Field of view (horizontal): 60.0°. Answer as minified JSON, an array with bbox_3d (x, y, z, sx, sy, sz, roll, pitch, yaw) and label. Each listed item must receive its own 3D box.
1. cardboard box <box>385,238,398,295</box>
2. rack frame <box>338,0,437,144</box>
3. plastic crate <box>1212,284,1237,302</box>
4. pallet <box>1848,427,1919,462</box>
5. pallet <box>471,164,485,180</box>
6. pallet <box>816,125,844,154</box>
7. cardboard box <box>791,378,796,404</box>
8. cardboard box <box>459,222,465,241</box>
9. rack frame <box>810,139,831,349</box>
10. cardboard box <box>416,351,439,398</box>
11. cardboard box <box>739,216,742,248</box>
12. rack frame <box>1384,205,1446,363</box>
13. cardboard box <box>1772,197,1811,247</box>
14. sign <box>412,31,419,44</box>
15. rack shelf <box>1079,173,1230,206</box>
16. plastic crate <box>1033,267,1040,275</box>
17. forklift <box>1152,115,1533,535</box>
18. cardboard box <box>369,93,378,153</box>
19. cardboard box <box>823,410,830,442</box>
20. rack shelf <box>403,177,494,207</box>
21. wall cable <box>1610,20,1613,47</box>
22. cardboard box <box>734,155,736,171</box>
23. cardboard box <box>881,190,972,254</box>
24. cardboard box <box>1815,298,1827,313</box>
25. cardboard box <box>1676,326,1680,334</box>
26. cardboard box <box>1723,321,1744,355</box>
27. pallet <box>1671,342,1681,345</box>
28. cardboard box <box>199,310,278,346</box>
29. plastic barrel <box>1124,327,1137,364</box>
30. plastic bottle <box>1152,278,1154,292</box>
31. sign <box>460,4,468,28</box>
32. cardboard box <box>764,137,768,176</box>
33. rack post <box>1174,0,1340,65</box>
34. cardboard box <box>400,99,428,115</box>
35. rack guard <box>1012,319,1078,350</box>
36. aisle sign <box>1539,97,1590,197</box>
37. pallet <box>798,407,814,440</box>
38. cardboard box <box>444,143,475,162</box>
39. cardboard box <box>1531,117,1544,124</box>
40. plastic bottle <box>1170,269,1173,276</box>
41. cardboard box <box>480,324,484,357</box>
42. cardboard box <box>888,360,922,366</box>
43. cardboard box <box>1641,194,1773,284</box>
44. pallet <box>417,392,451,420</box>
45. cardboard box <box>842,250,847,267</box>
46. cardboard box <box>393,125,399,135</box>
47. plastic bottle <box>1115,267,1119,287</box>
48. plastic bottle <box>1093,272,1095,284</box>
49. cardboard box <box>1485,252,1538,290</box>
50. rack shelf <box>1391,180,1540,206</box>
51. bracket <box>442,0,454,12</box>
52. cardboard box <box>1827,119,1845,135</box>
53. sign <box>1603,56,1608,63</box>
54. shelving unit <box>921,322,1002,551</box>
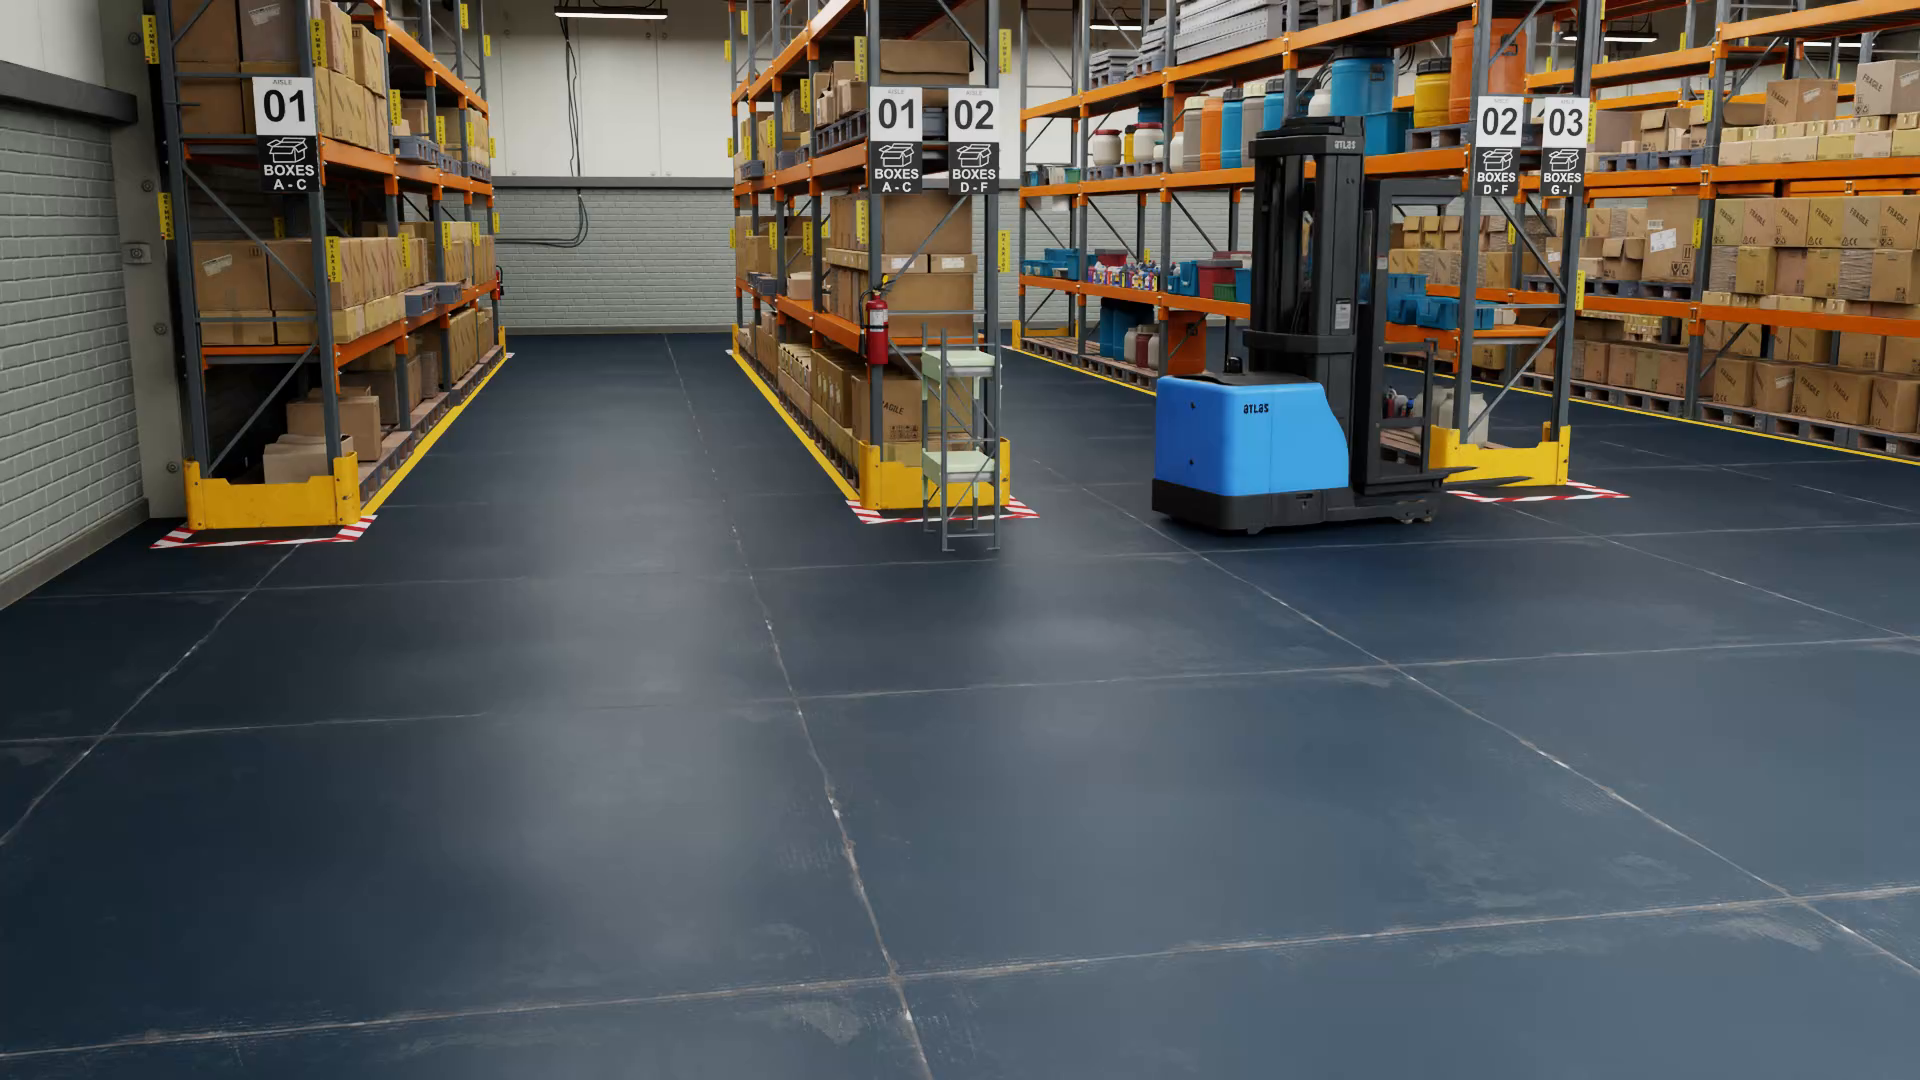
[{"bbox_3d":[-5.344,-2.455,14.917,0.500,0.500,0.500,-2,11,-11],"label":"cardboard box"},{"bbox_3d":[-6.620,-5.998,19.145,1.000,3.000,0.127,-2,11,-11],"label":"rack frame"},{"bbox_3d":[3.260,-2.883,19.388,0.450,0.188,0.662,-2,11,-11],"label":"plastic crate"},{"bbox_3d":[9.374,-0.919,15.960,1.003,0.211,1.213,-2,11,-11],"label":"pallet"},{"bbox_3d":[-7.781,-5.589,25.251,1.003,0.211,1.213,-2,11,-11],"label":"pallet"},{"bbox_3d":[-0.792,-3.773,15.712,1.003,0.211,1.213,-2,11,-11],"label":"pallet"},{"bbox_3d":[-1.643,-1.700,18.835,0.500,0.250,0.500,-2,11,-10],"label":"cardboard box"},{"bbox_3d":[-6.867,-4.094,22.064,0.500,0.250,0.500,-2,11,-10],"label":"cardboard box"},{"bbox_3d":[-0.984,-2.499,16.801,1.000,3.000,0.127,-2,11,-11],"label":"rack frame"},{"bbox_3d":[-6.429,-1.909,19.214,0.700,0.500,0.500,-2,11,-10],"label":"cardboard box"},{"bbox_3d":[-3.288,-4.961,26.798,0.500,0.500,0.500,-2,11,-10],"label":"cardboard box"},{"bbox_3d":[7.178,-4.325,26.399,1.000,3.000,0.127,-2,11,-11],"label":"rack frame"},{"bbox_3d":[8.768,-3.269,17.114,0.500,0.500,0.500,-2,11,-11],"label":"cardboard box"},{"bbox_3d":[-8.722,-7.983,26.651,0.100,0.325,0.005,-2,11,-11],"label":"sign"},{"bbox_3d":[2.709,-4.899,23.312,1.077,0.370,4.000,-2,11,-11],"label":"rack shelf"},{"bbox_3d":[1.380,-4.535,28.047,0.250,0.136,0.298,-2,11,-11],"label":"plastic crate"},{"bbox_3d":[2.999,-1.643,12.488,3.031,2.935,1.130,-5,12,-25],"label":"forklift"},{"bbox_3d":[-5.416,-3.673,14.630,0.500,0.500,0.500,-3,11,-16],"label":"cardboard box"},{"bbox_3d":[-1.006,-1.074,15.549,0.500,0.250,0.500,-2,11,-11],"label":"cardboard box"},{"bbox_3d":[-7.787,-5.272,25.274,1.077,0.370,4.000,-2,11,-11],"label":"rack shelf"},{"bbox_3d":[13.221,-12.290,36.154,2.355,3.000,0.029,-2,11,-11],"label":"wall cable"},{"bbox_3d":[-3.473,-6.241,27.507,0.500,0.250,0.500,-2,11,-11],"label":"cardboard box"},{"bbox_3d":[-0.294,-2.547,13.319,0.700,0.500,0.500,-2,11,-11],"label":"cardboard box"},{"bbox_3d":[8.879,-2.365,16.774,0.380,0.149,0.250,-2,11,-11],"label":"cardboard box"},{"bbox_3d":[12.169,-3.560,28.086,0.380,0.149,0.250,-2,11,-11],"label":"cardboard box"},{"bbox_3d":[12.166,-3.128,25.670,0.500,0.500,0.500,-2,11,-10],"label":"cardboard box"},{"bbox_3d":[11.898,-3.239,28.151,1.003,0.211,1.213,-2,11,-11],"label":"pallet"},{"bbox_3d":[-5.345,-1.599,12.422,0.500,0.250,0.500,-2,11,-10],"label":"cardboard box"},{"bbox_3d":[2.569,-2.792,23.875,0.421,0.512,0.421,0,11,0],"label":"plastic barrel"},{"bbox_3d":[2.596,-3.395,22.040,0.097,0.201,0.097,0,11,0],"label":"plastic bottle"},{"bbox_3d":[-6.868,-7.252,23.020,0.100,0.325,0.005,-2,11,-11],"label":"sign"},{"bbox_3d":[-2.080,-5.023,21.772,0.910,0.500,0.500,-2,11,-11],"label":"cardboard box"},{"bbox_3d":[3.408,-6.081,19.046,1.013,1.000,3.121,-2,11,-11],"label":"rack post"},{"bbox_3d":[-7.233,-5.625,21.757,0.500,0.250,0.500,-2,11,-13],"label":"cardboard box"},{"bbox_3d":[1.524,-3.655,29.562,1.175,0.500,0.348,-2,11,-11],"label":"rack guard"},{"bbox_3d":[4.955,-3.219,13.633,0.394,0.787,0.004,-2,11,-11],"label":"aisle sign"},{"bbox_3d":[-1.165,-1.262,17.764,1.003,0.211,1.213,-2,11,-11],"label":"pallet"},{"bbox_3d":[-7.274,-5.577,23.961,0.500,0.250,0.500,-2,11,-11],"label":"cardboard box"},{"bbox_3d":[7.795,-5.264,21.706,0.500,0.500,0.500,-2,11,-10],"label":"cardboard box"},{"bbox_3d":[2.911,-3.732,23.414,0.144,0.351,0.185,-2,11,-11],"label":"plastic bottle"},{"bbox_3d":[-7.537,-2.996,24.979,0.700,0.500,0.500,-2,11,-12],"label":"cardboard box"},{"bbox_3d":[-0.381,-1.370,15.100,0.500,0.500,0.500,-2,11,-11],"label":"cardboard box"},{"bbox_3d":[8.717,-3.510,19.387,1.000,1.000,1.000,-2,11,-11],"label":"cardboard box"},{"bbox_3d":[-6.469,-1.538,19.213,1.003,0.211,1.213,-2,11,-11],"label":"pallet"},{"bbox_3d":[-0.867,-2.574,15.194,0.380,0.149,0.250,-2,11,-13],"label":"cardboard box"},{"bbox_3d":[-6.110,-4.376,17.253,0.500,0.500,0.500,-3,11,-13],"label":"cardboard box"},{"bbox_3d":[2.257,-3.749,23.713,0.097,0.271,0.097,0,11,0],"label":"plastic bottle"},{"bbox_3d":[2.039,-3.920,24.800,0.097,0.201,0.097,0,11,0],"label":"plastic bottle"},{"bbox_3d":[7.617,-3.722,22.964,0.500,0.500,0.500,-2,11,-9],"label":"cardboard box"},{"bbox_3d":[7.567,-5.079,24.259,1.077,0.370,4.000,-2,11,-11],"label":"rack shelf"},{"bbox_3d":[-9.743,-10.221,31.705,0.235,0.232,0.430,-2,11,-11],"label":"bracket"},{"bbox_3d":[8.869,-4.099,16.524,0.380,0.149,0.250,-2,11,-10],"label":"cardboard box"},{"bbox_3d":[11.834,-8.721,30.527,0.100,0.325,0.005,-2,11,-11],"label":"sign"},{"bbox_3d":[0.001,-0.736,11.550,0.431,1.500,0.755,-2,11,-11],"label":"shelving unit"}]
